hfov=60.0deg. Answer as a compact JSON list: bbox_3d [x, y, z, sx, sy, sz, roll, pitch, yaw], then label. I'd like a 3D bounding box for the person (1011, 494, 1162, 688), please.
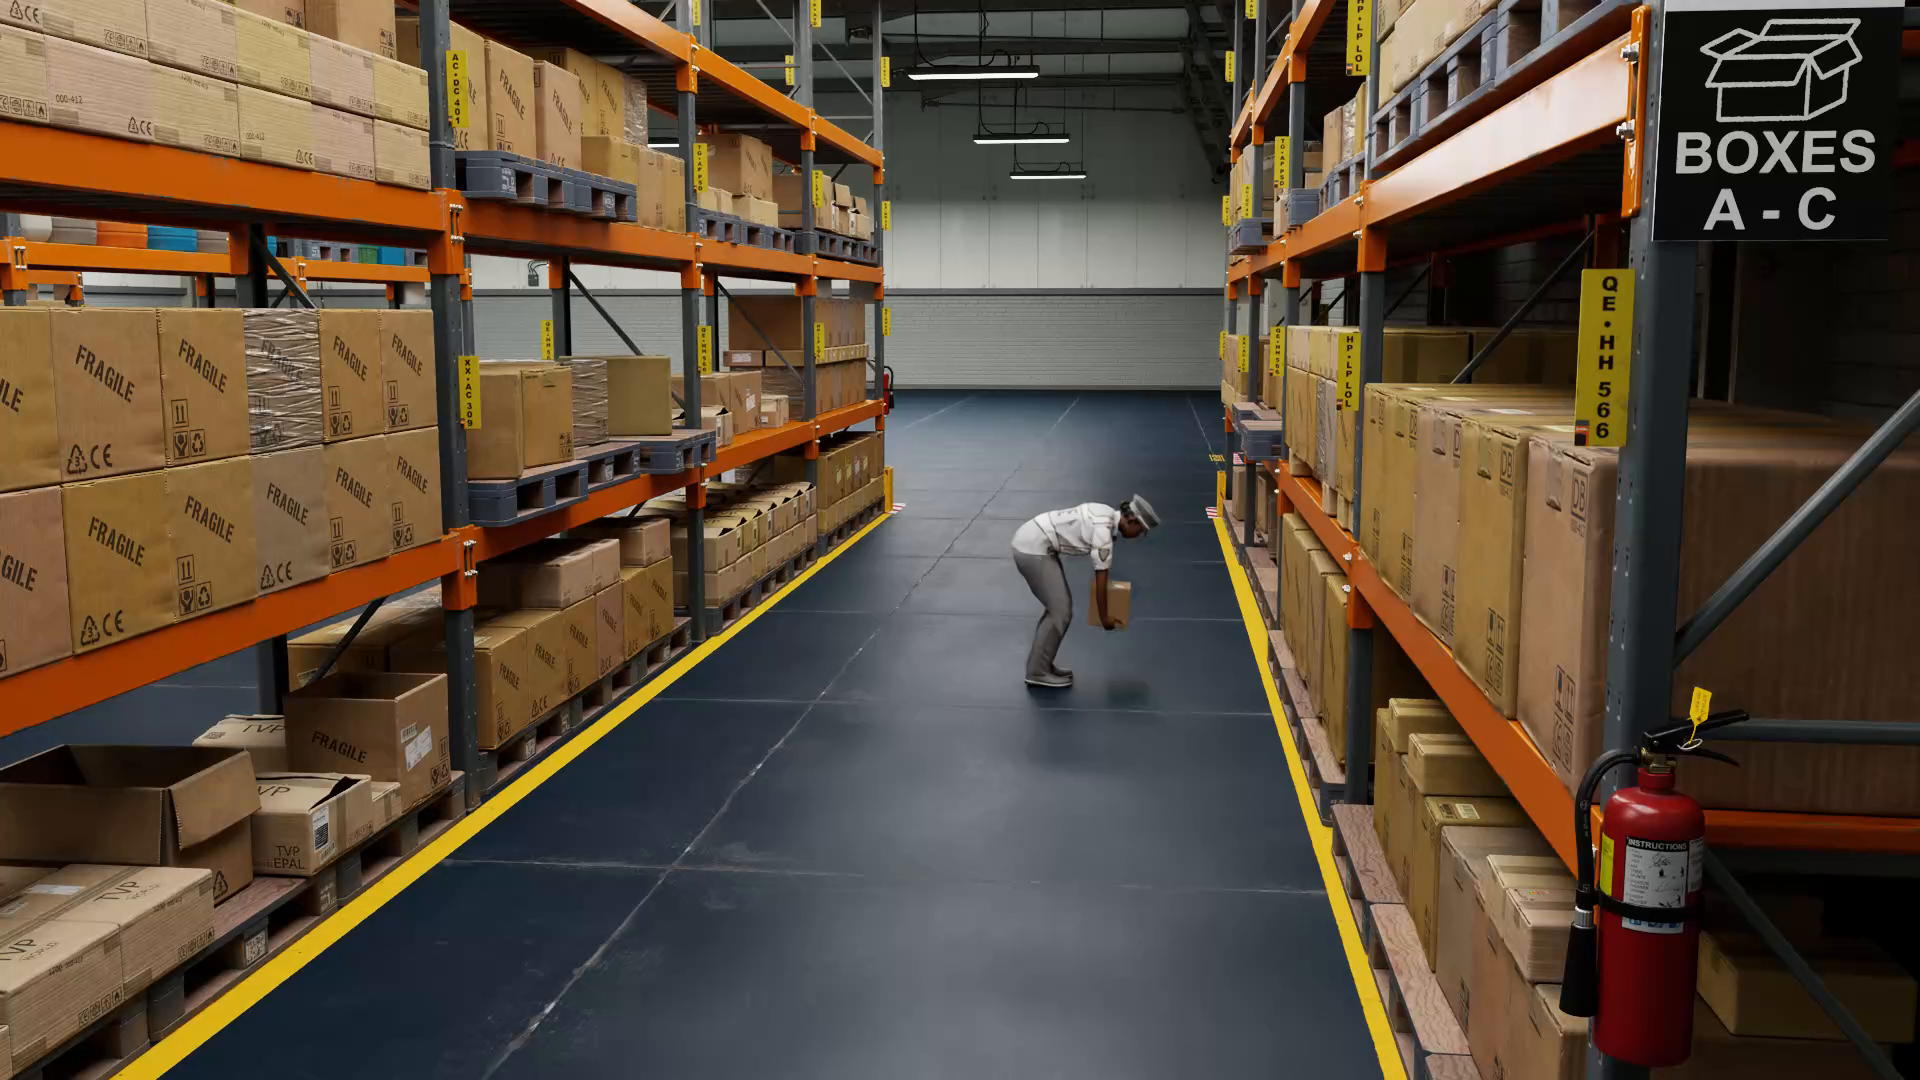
[{"bbox_3d":[0.782,0.307,10.327,0.931,1.188,0.419,1,8,4],"label":"person"}]
